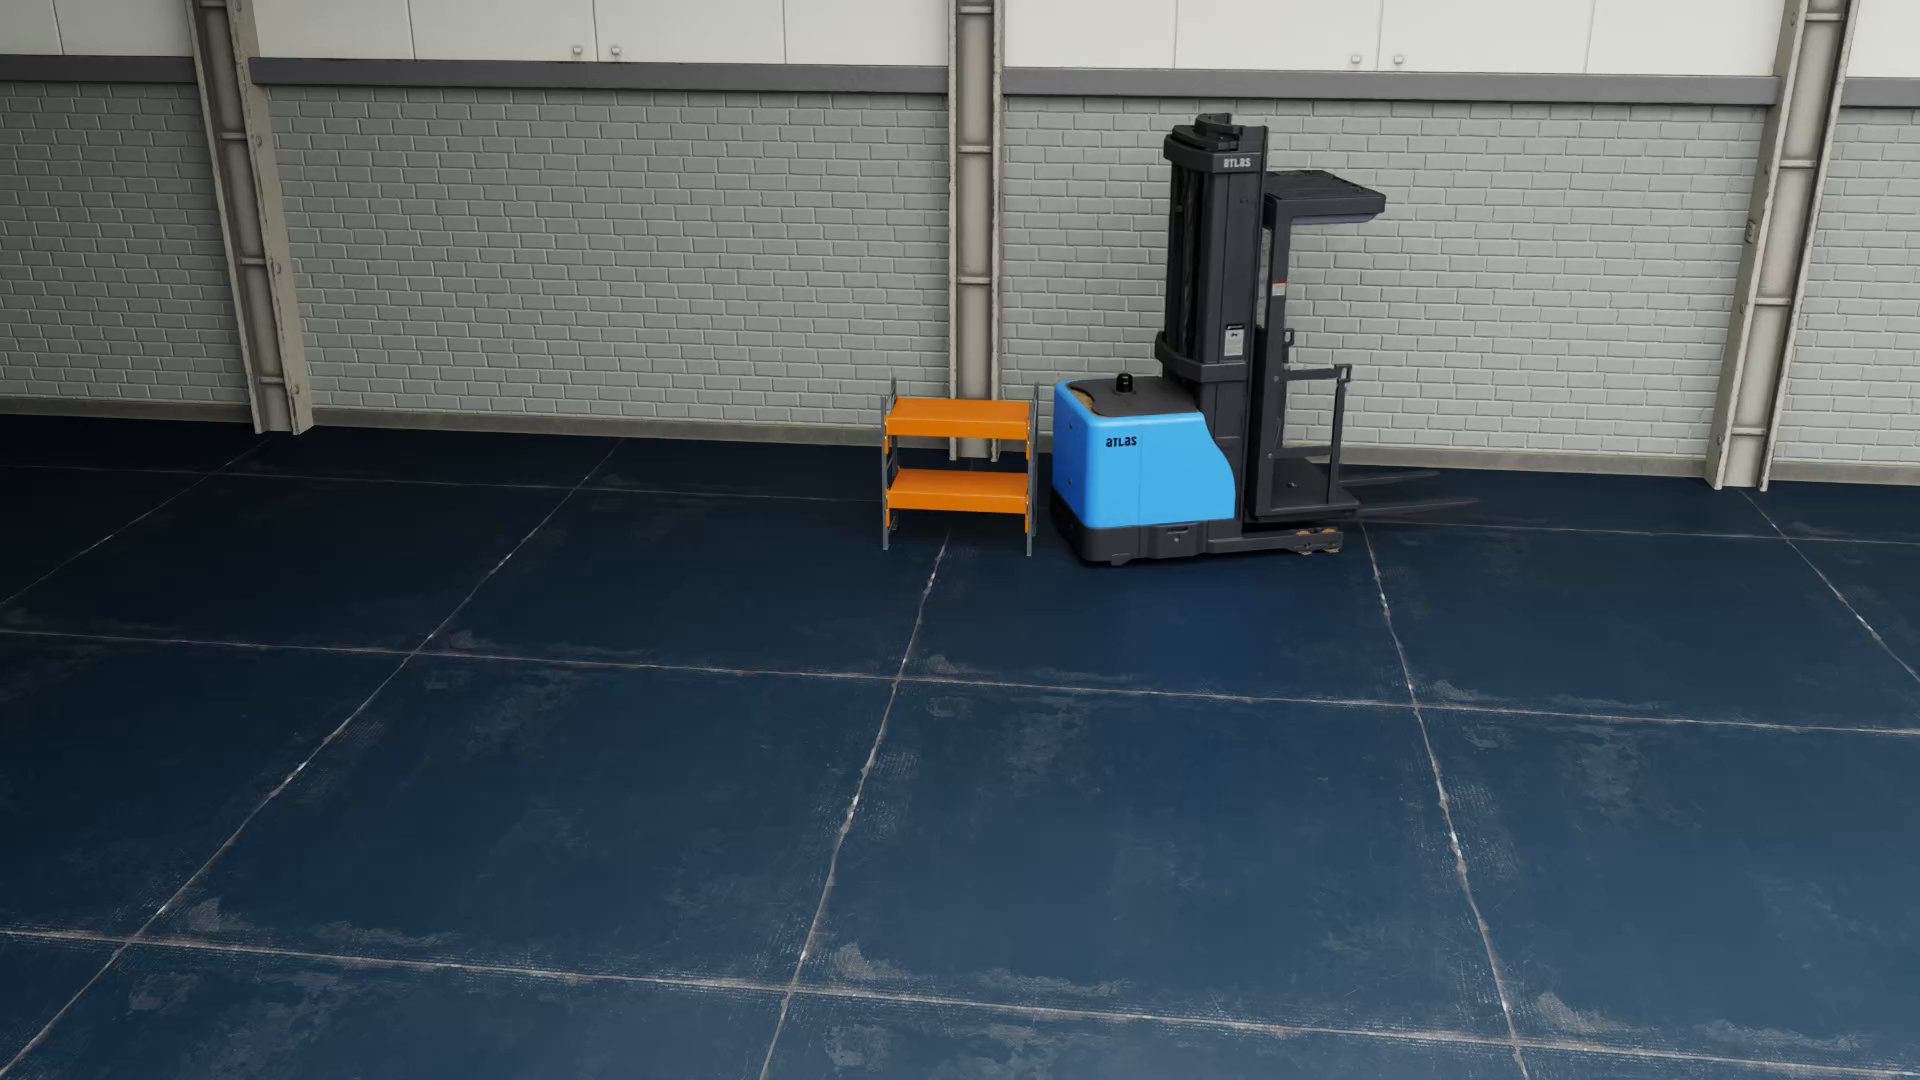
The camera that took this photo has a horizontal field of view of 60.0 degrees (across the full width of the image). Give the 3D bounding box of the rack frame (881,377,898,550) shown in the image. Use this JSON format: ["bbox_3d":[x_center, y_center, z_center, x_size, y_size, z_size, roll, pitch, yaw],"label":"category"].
[{"bbox_3d":[-0.498,-0.545,11.788,0.032,1.125,0.500,2,22,6],"label":"rack frame"}]

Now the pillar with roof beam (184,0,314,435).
[{"bbox_3d":[-6.339,-3.576,8.745,0.400,9.000,9.100,2,22,6],"label":"pillar with roof beam"}]

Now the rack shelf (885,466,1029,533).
[{"bbox_3d":[0.007,-0.295,11.822,1.000,0.278,0.538,2,22,6],"label":"rack shelf"}]

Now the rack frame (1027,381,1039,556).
[{"bbox_3d":[0.512,-0.501,11.677,0.032,1.125,0.500,2,22,6],"label":"rack frame"}]

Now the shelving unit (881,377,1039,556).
[{"bbox_3d":[0.007,-0.523,11.732,1.048,1.125,0.538,2,22,6],"label":"shelving unit"}]

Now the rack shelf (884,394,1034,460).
[{"bbox_3d":[0.007,-0.795,11.625,1.000,0.278,0.538,2,22,6],"label":"rack shelf"}]

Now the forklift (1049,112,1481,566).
[{"bbox_3d":[2.229,-1.444,11.606,3.031,2.935,1.130,-4,22,-11],"label":"forklift"}]

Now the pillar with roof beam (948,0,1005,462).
[{"bbox_3d":[-0.381,-3.316,8.089,0.400,9.000,9.100,2,22,6],"label":"pillar with roof beam"}]

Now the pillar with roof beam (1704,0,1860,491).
[{"bbox_3d":[5.577,-3.057,7.432,0.400,9.000,9.100,2,22,6],"label":"pillar with roof beam"}]
